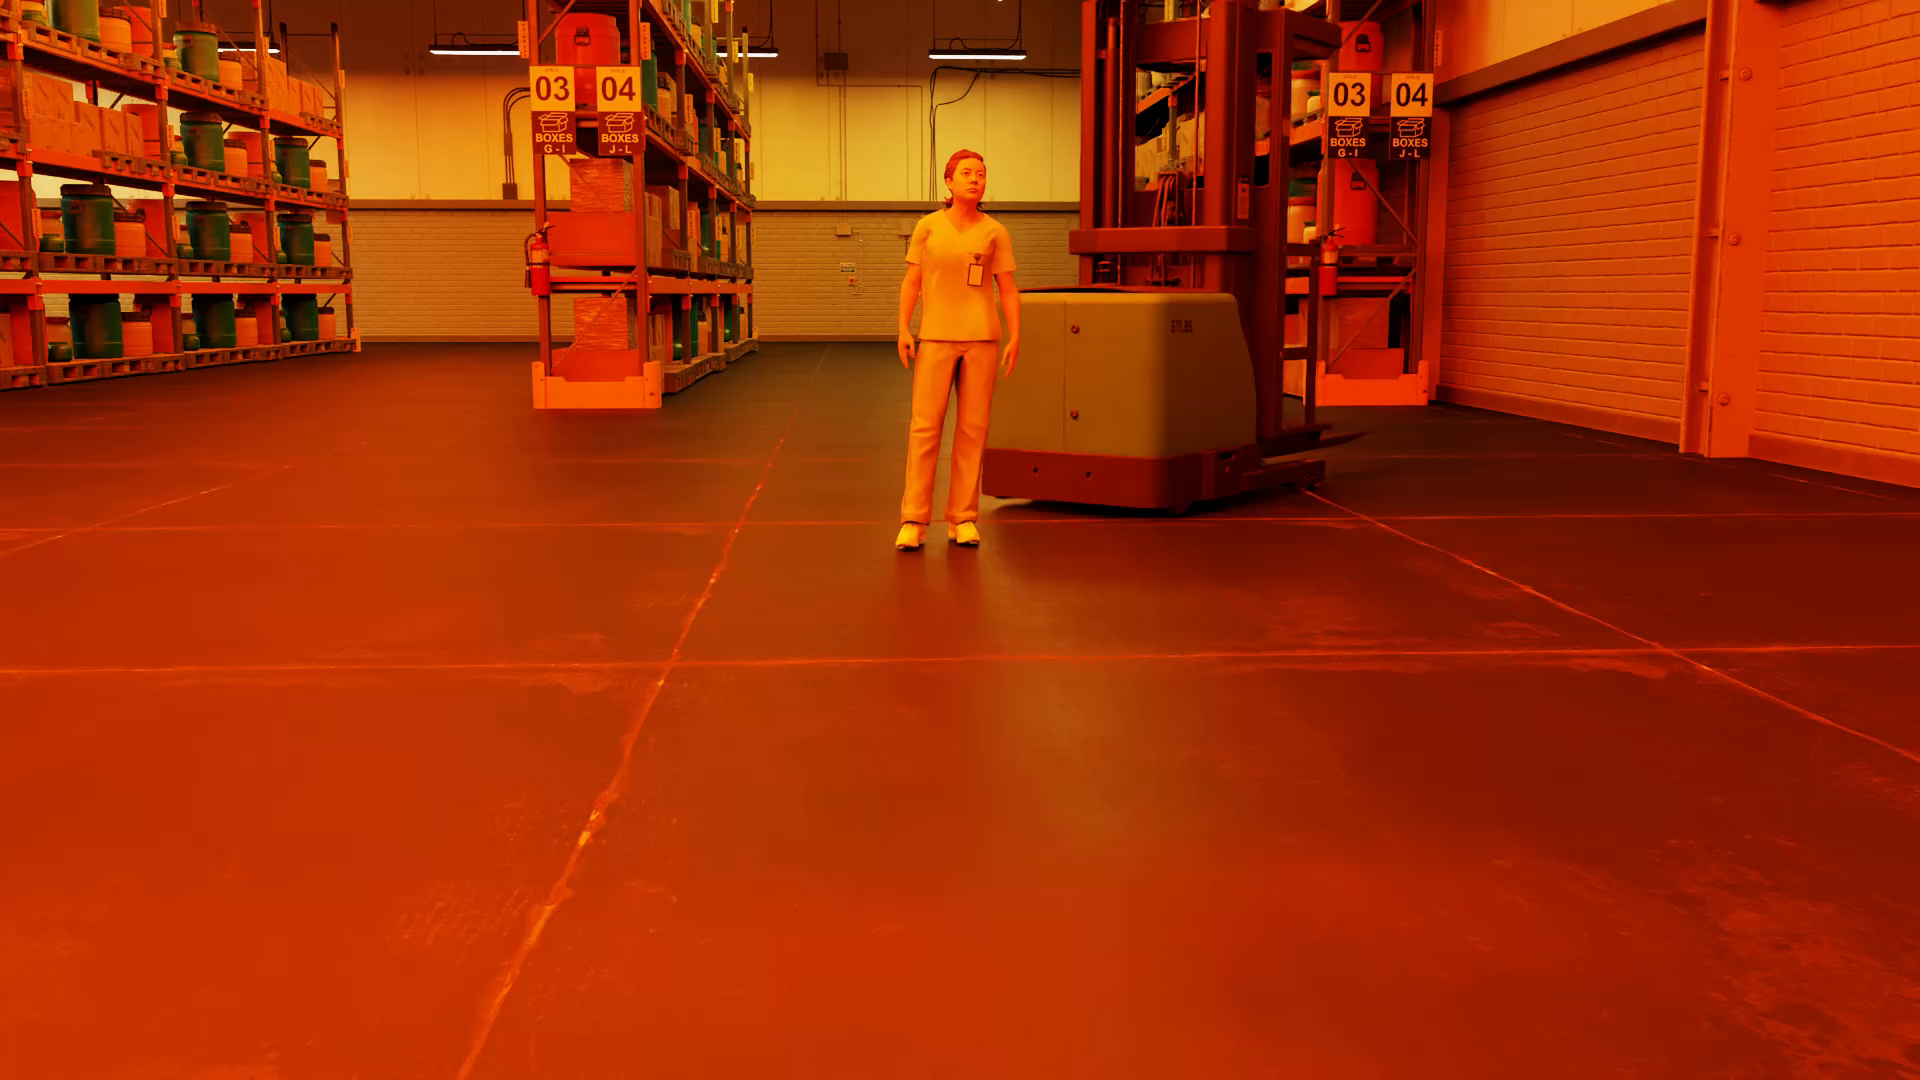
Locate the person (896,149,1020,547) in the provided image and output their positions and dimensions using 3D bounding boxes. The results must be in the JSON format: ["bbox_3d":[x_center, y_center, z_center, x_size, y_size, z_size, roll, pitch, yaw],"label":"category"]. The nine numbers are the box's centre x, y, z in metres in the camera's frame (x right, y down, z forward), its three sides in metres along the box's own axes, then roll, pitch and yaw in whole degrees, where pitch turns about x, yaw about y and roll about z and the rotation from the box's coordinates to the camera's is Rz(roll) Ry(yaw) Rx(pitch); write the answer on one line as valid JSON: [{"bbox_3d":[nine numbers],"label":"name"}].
[{"bbox_3d":[-0.009,-0.825,7.112,0.550,1.673,0.548,-1,8,-4],"label":"person"}]

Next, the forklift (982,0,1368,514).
[{"bbox_3d":[1.374,-1.745,9.084,1.130,2.935,3.031,6,10,35],"label":"forklift"}]
